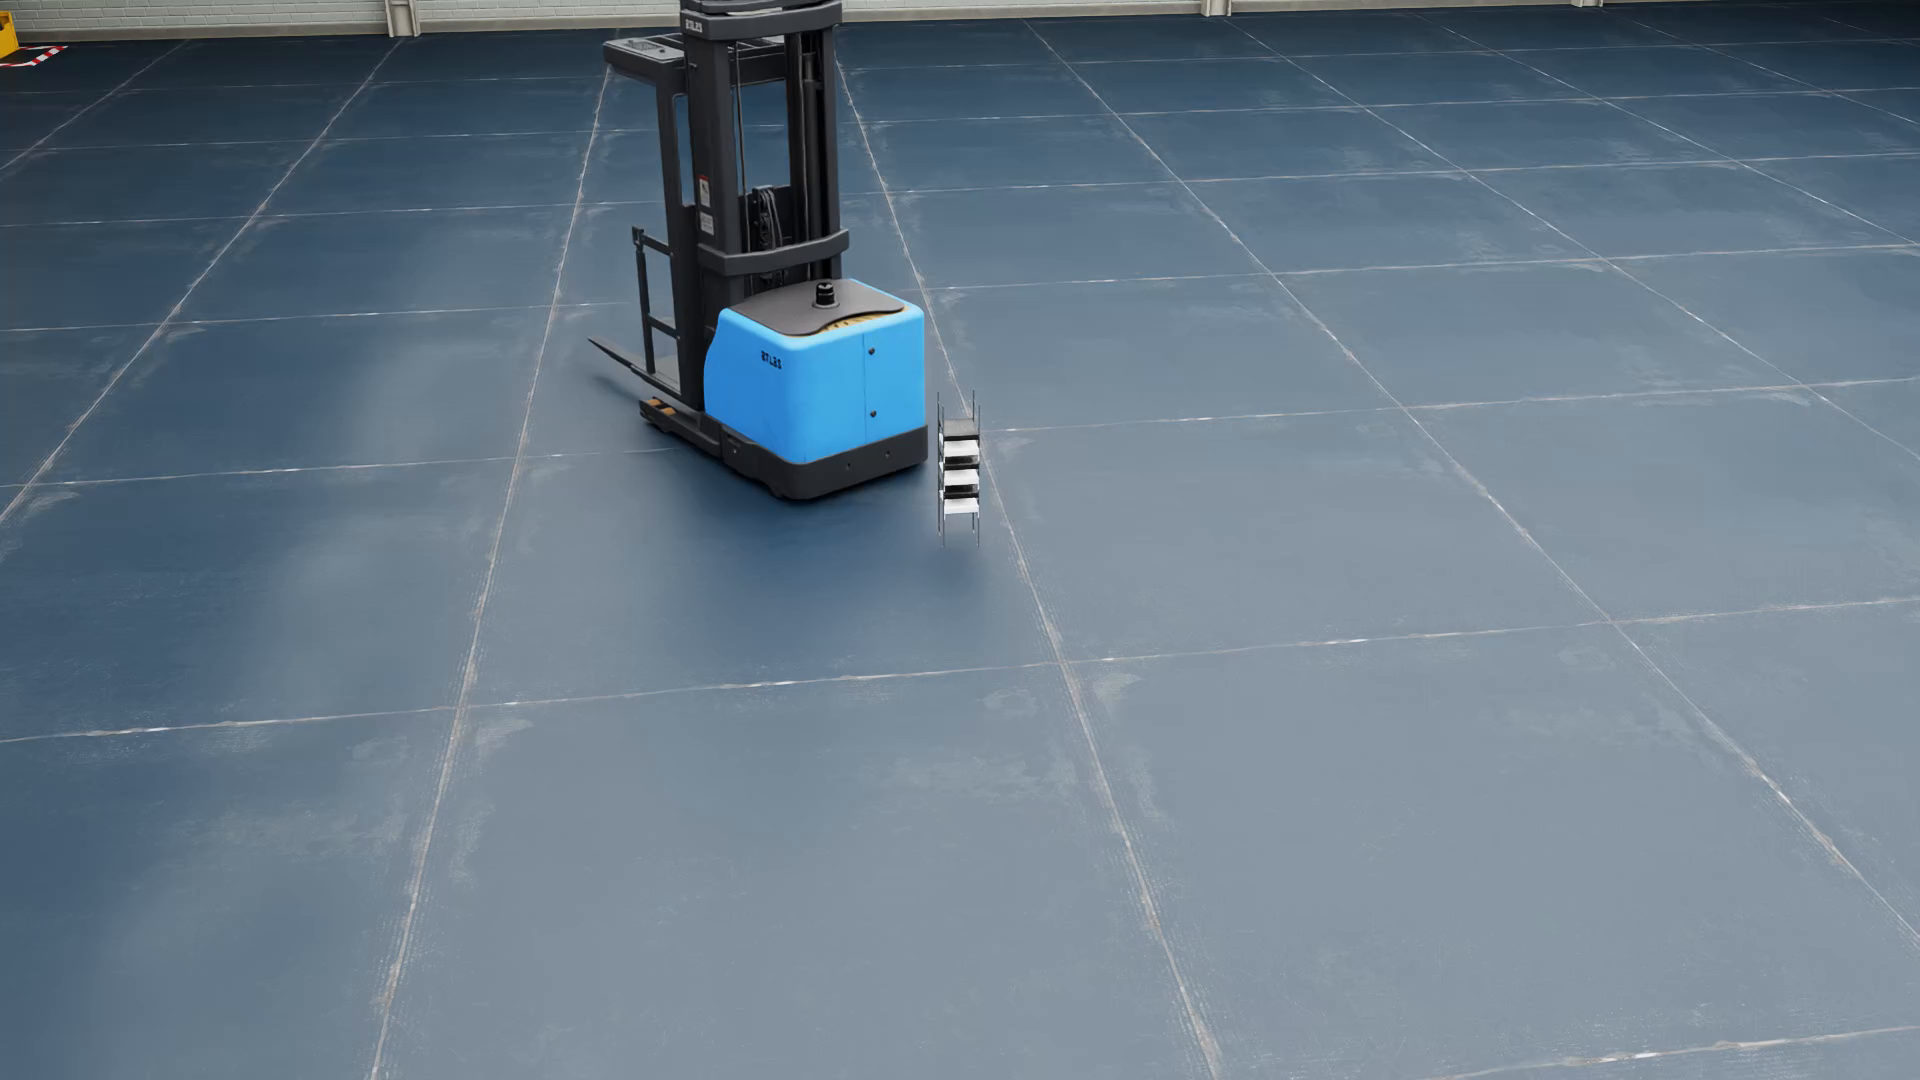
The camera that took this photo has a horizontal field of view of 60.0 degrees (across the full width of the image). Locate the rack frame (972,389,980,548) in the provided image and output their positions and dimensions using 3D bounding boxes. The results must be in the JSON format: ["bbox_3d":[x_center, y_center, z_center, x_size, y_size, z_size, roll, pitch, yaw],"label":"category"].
[{"bbox_3d":[0.093,-0.406,9.556,0.006,0.900,0.240,-4,27,-7],"label":"rack frame"}]

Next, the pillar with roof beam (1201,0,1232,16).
[{"bbox_3d":[4.505,-10.089,19.556,0.400,9.000,9.100,-4,27,-7],"label":"pillar with roof beam"}]

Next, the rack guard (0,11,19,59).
[{"bbox_3d":[-13.080,-6.748,22.353,0.348,0.500,1.175,-4,27,-7],"label":"rack guard"}]

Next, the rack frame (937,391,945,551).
[{"bbox_3d":[-0.109,-0.393,9.531,0.006,0.900,0.240,-4,27,-7],"label":"rack frame"}]

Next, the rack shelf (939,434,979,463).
[{"bbox_3d":[-0.008,-0.530,9.477,0.200,0.077,0.258,-4,27,-7],"label":"rack shelf"}]

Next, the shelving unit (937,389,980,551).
[{"bbox_3d":[-0.008,-0.400,9.544,0.210,0.900,0.258,-4,27,-7],"label":"shelving unit"}]

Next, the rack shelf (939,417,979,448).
[{"bbox_3d":[-0.008,-0.610,9.436,0.200,0.077,0.258,-4,27,-7],"label":"rack shelf"}]

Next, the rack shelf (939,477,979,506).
[{"bbox_3d":[-0.008,-0.290,9.600,0.200,0.077,0.258,-4,27,-7],"label":"rack shelf"}]

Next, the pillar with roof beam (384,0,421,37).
[{"bbox_3d":[-7.378,-9.326,18.068,0.400,9.000,9.100,-4,27,-7],"label":"pillar with roof beam"}]

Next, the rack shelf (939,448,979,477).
[{"bbox_3d":[-0.008,-0.450,9.518,0.200,0.077,0.258,-4,27,-7],"label":"rack shelf"}]

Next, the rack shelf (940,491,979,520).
[{"bbox_3d":[-0.008,-0.210,9.641,0.200,0.077,0.258,-4,27,-7],"label":"rack shelf"}]

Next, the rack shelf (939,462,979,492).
[{"bbox_3d":[-0.008,-0.370,9.559,0.200,0.077,0.258,-4,27,-7],"label":"rack shelf"}]

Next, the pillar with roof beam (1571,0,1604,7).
[{"bbox_3d":[10.447,-10.471,20.300,0.400,9.000,9.100,-4,27,-7],"label":"pillar with roof beam"}]

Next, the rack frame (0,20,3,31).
[{"bbox_3d":[-13.104,-7.858,21.779,0.127,3.000,1.000,-4,27,-7],"label":"rack frame"}]

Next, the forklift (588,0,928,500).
[{"bbox_3d":[-1.518,-2.151,10.732,1.130,2.935,3.031,-20,33,-34],"label":"forklift"}]
